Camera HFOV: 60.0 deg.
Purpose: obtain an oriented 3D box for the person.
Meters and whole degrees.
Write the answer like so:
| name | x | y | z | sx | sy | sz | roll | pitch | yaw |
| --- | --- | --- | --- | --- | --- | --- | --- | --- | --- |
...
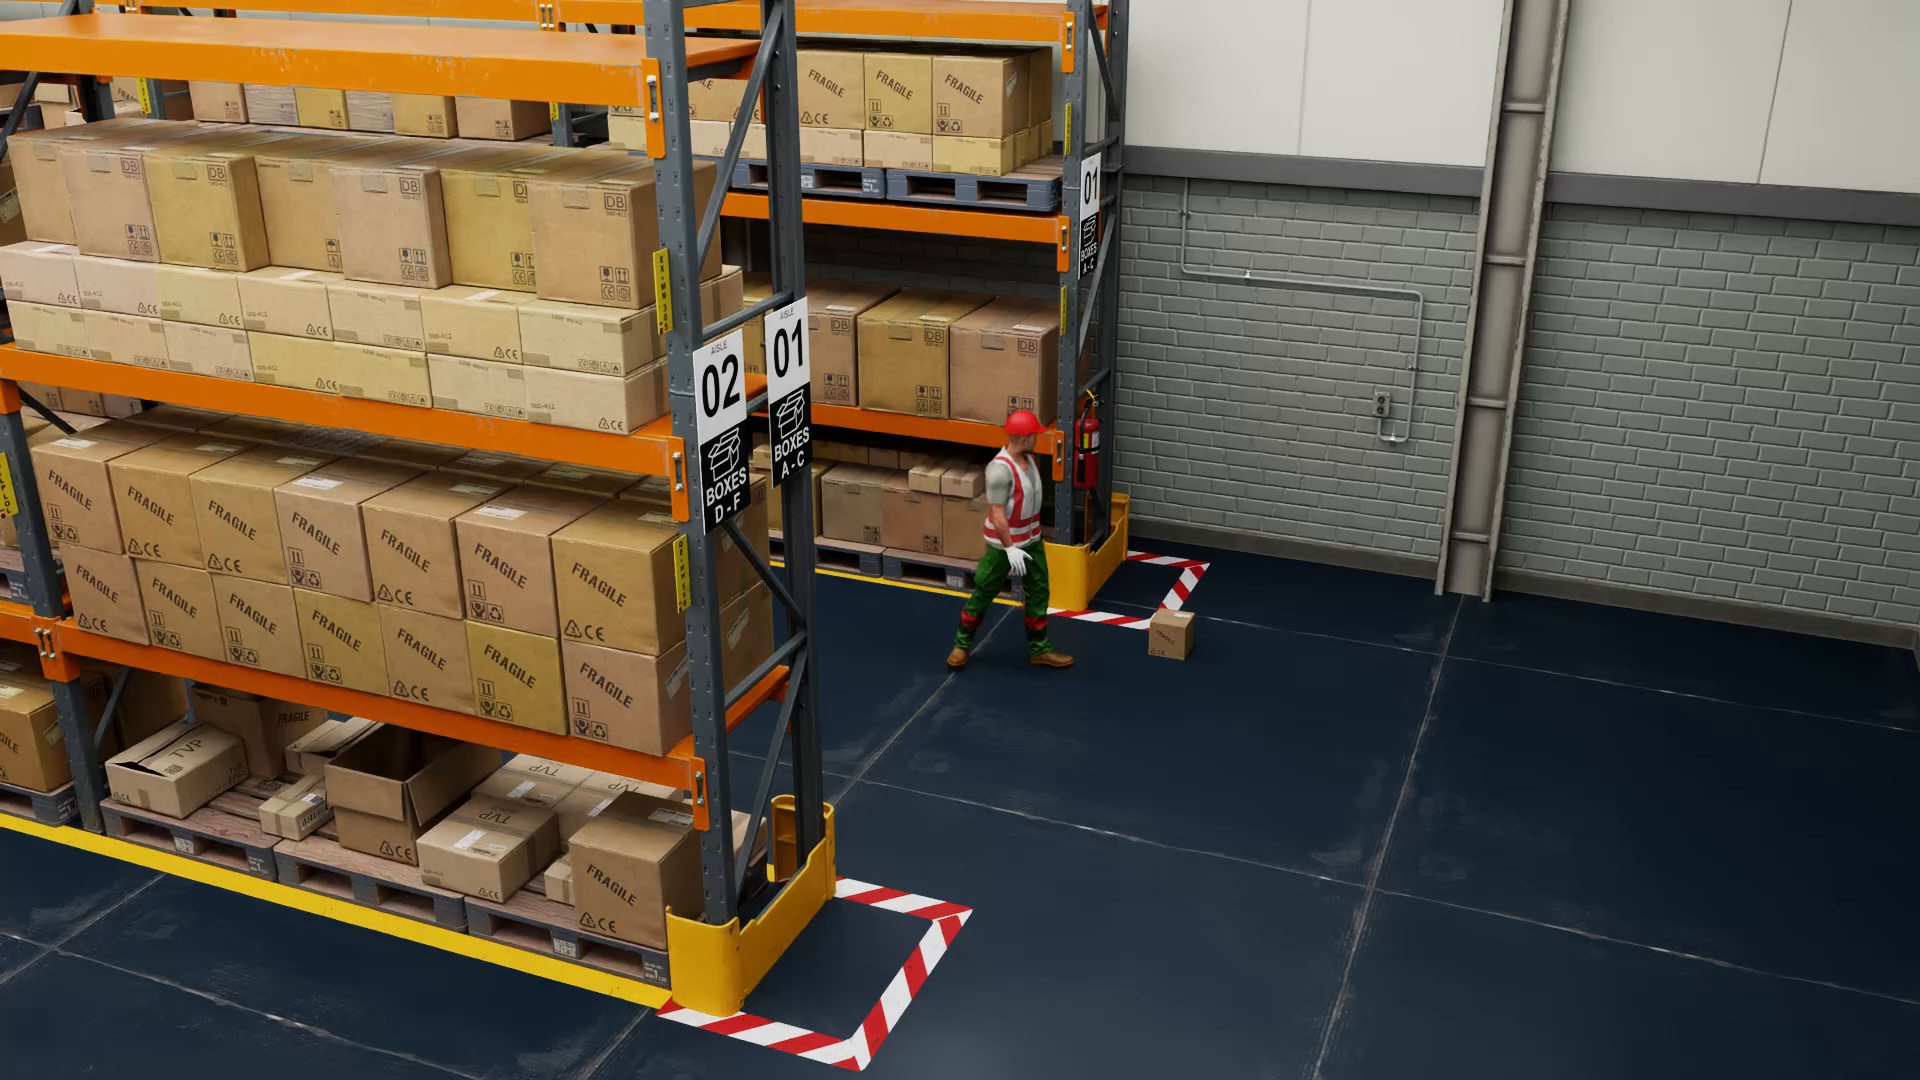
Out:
| name | x | y | z | sx | sy | sz | roll | pitch | yaw |
| --- | --- | --- | --- | --- | --- | --- | --- | --- | --- |
| person | 0.309 | 0.028 | 10.844 | 0.731 | 1.776 | 0.639 | 17 | 27 | 35 |
